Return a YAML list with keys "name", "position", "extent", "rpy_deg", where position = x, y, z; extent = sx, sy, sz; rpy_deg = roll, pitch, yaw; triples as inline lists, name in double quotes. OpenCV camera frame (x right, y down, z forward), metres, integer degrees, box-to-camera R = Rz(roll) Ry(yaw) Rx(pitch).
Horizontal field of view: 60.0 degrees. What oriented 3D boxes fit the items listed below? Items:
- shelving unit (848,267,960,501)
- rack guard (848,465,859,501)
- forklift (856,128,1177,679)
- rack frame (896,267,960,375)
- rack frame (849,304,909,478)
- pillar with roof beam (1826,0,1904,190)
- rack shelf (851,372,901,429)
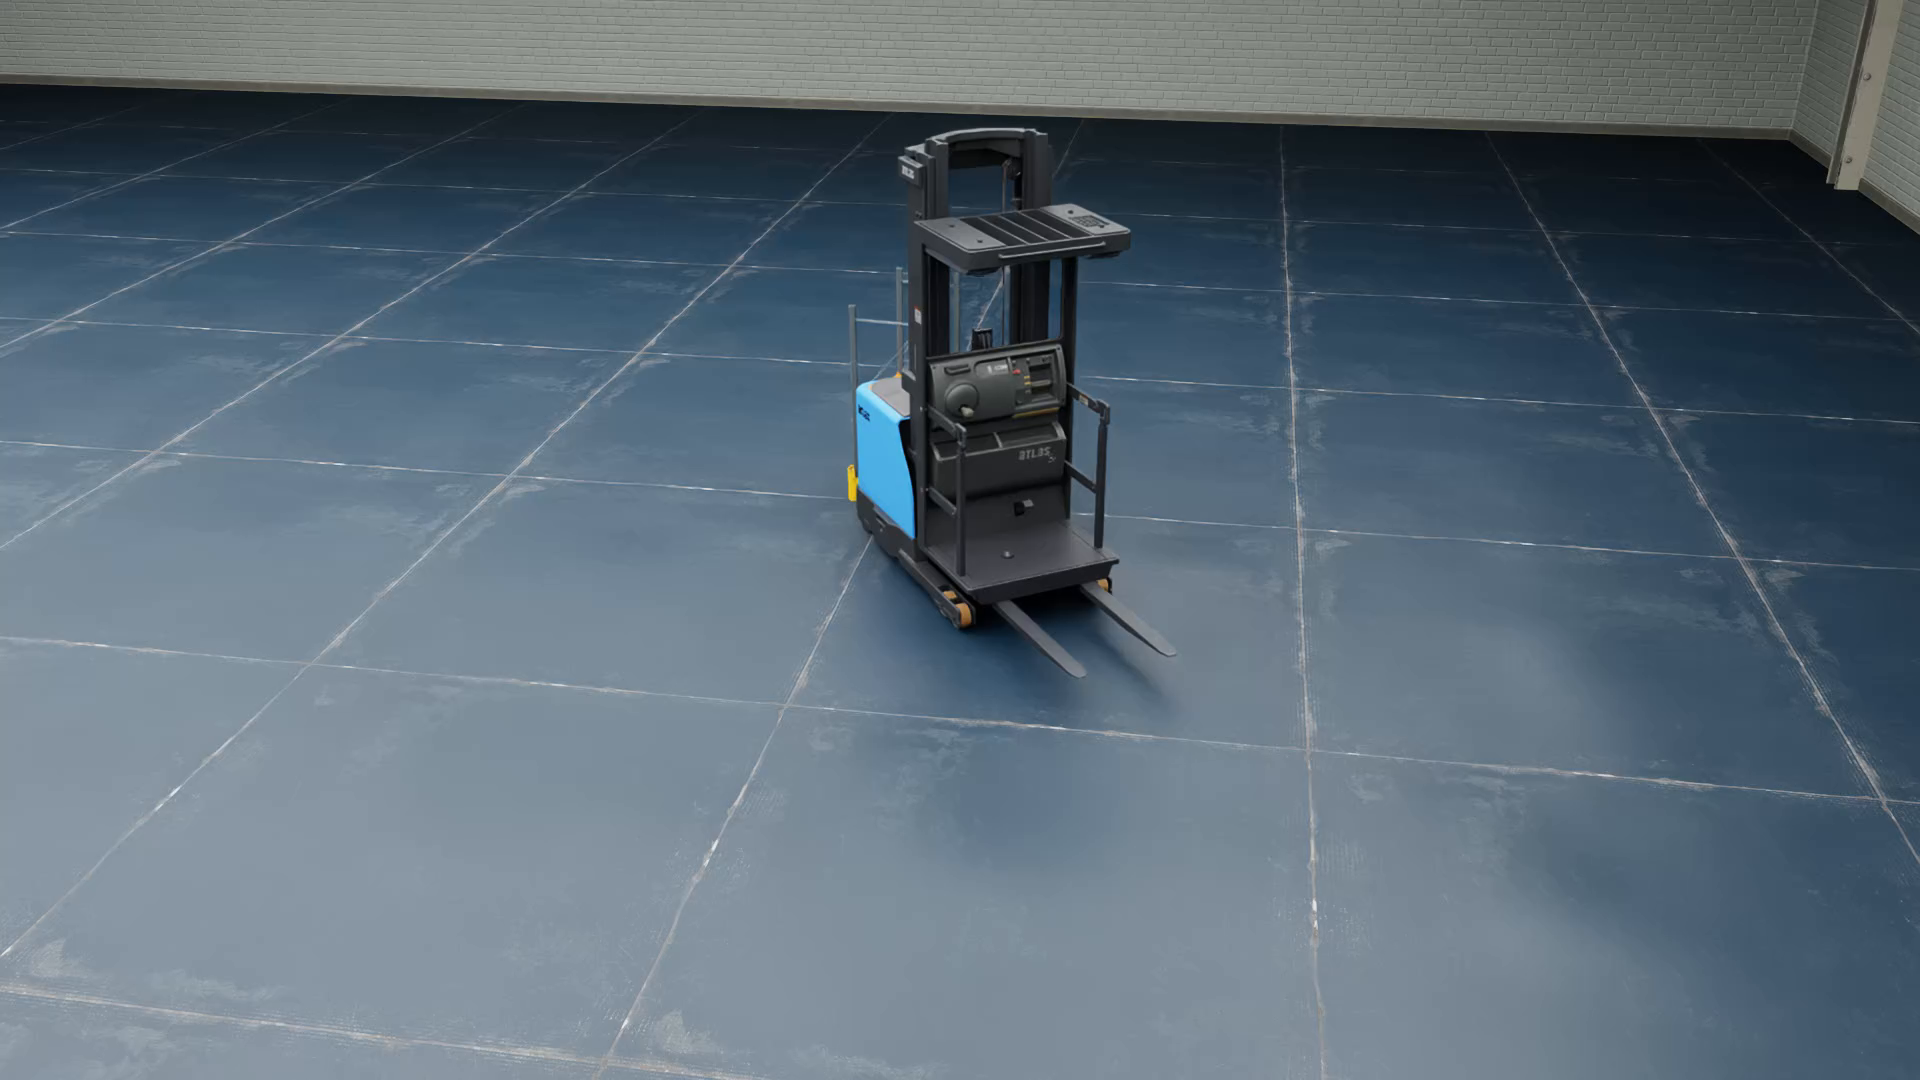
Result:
- name: "shelving unit"
  position: [-0.398, -1.163, 12.510]
  extent: [0.587, 1.500, 1.083]
  rpy_deg: [7, 26, 15]
- name: "rack guard"
  position: [-0.545, -0.395, 12.344]
  extent: [0.587, 0.250, 0.087]
  rpy_deg: [7, 26, 15]
- name: "forklift"
  position: [0.342, -0.972, 10.413]
  extent: [1.130, 2.935, 3.031]
  rpy_deg: [-11, 27, -23]
- name: "rack frame"
  position: [-0.245, -1.373, 12.957]
  extent: [0.500, 1.500, 0.032]
  rpy_deg: [7, 26, 15]
- name: "rack frame"
  position: [-0.545, -0.961, 12.078]
  extent: [0.500, 1.500, 0.032]
  rpy_deg: [7, 26, 15]
- name: "pillar with roof beam"
  position: [7.237, -8.976, 20.355]
  extent: [9.100, 9.000, 0.400]
  rpy_deg: [4, 25, 9]
- name: "rack shelf"
  position: [-0.395, -1.004, 12.594]
  extent: [0.538, 0.185, 1.000]
  rpy_deg: [7, 26, 15]
